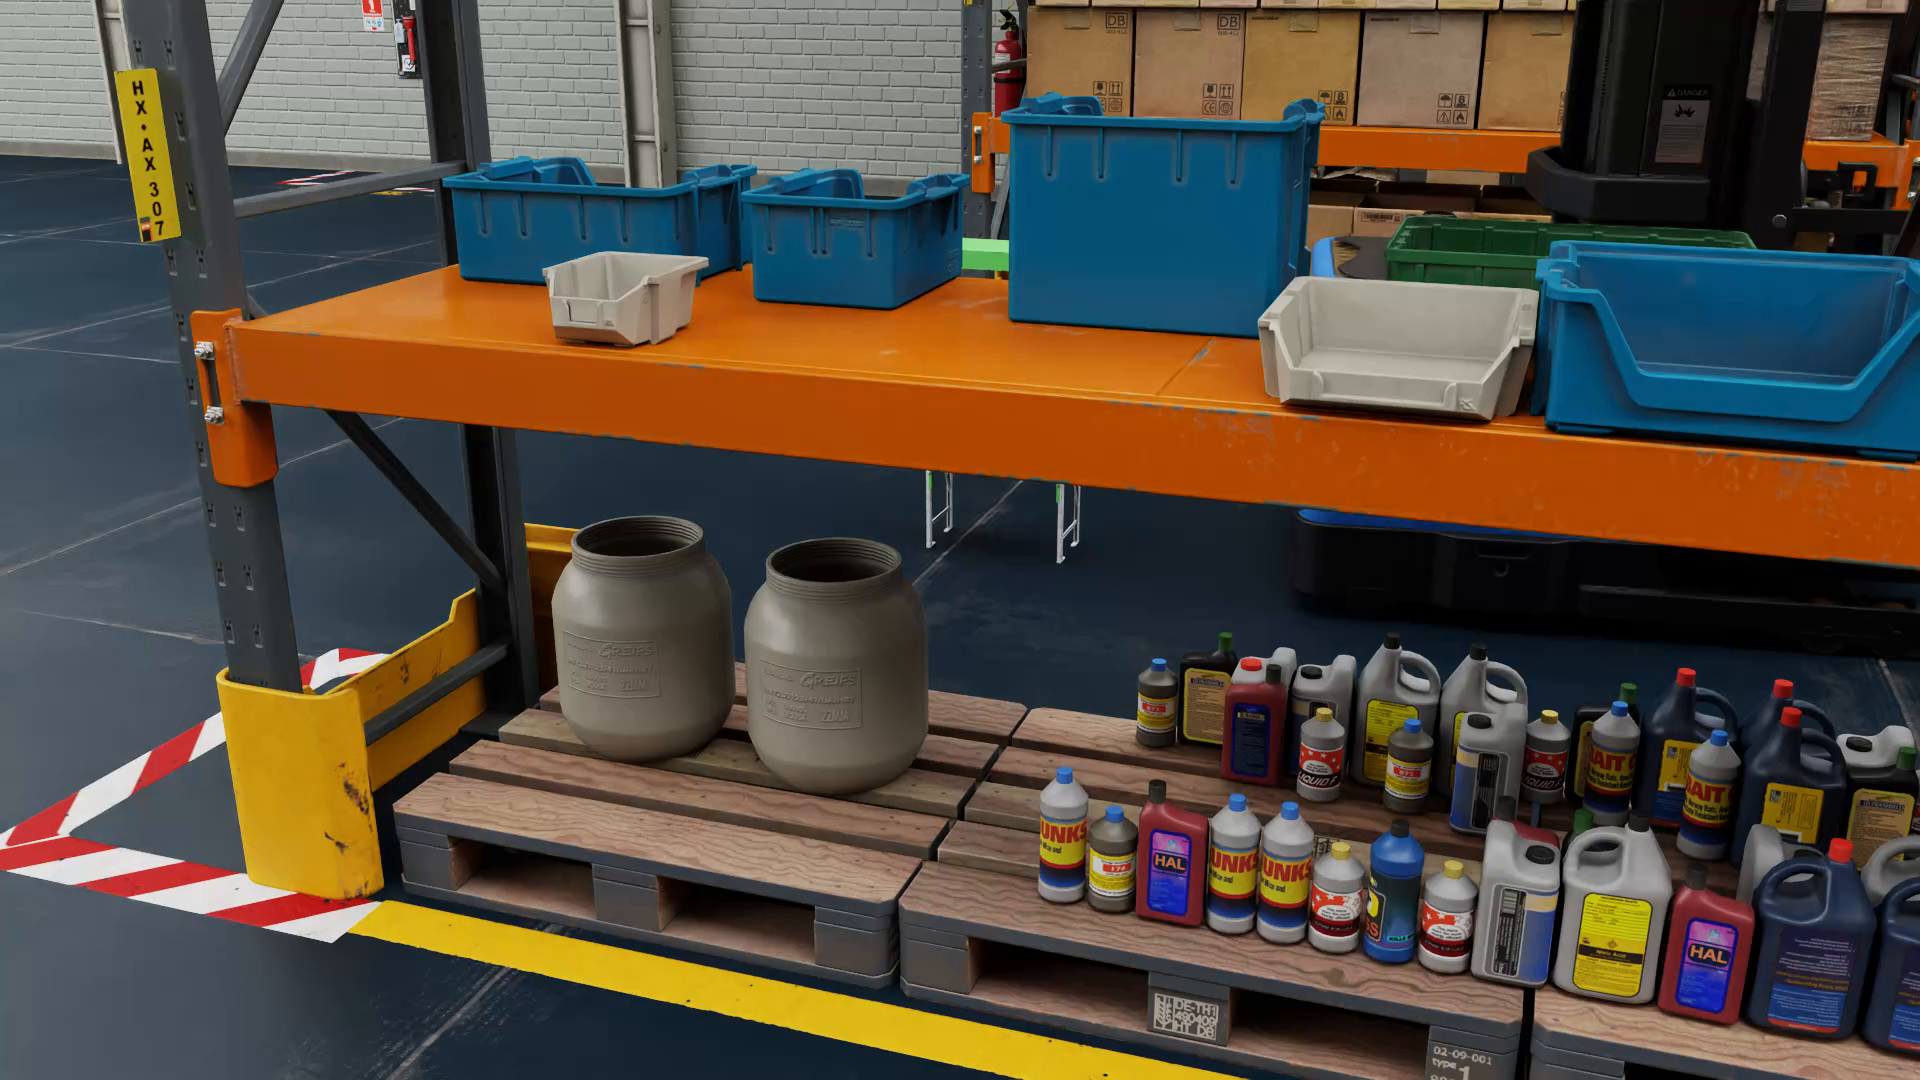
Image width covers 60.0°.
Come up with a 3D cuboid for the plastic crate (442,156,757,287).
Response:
[{"bbox_3d":[-0.833,-0.760,3.926,0.616,0.251,0.499,7,20,18],"label":"plastic crate"}]

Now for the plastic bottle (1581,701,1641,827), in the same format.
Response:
[{"bbox_3d":[1.419,0.480,3.618,0.097,0.271,0.097,0,19,0],"label":"plastic bottle"}]

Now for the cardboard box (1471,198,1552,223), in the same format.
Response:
[{"bbox_3d":[2.552,-1.246,7.493,0.500,0.500,0.500,7,20,18],"label":"cardboard box"}]

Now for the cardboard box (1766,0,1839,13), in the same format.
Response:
[{"bbox_3d":[3.444,-2.243,6.815,0.250,0.149,0.380,6,20,17],"label":"cardboard box"}]

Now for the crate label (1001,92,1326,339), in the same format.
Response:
[{"bbox_3d":[0.424,-0.693,3.455,0.616,0.435,0.502,7,20,18],"label":"crate label"}]

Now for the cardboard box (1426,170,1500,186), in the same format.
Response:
[{"bbox_3d":[3.687,-2.640,12.222,0.500,0.500,0.700,5,20,15],"label":"cardboard box"}]

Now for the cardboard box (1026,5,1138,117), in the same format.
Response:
[{"bbox_3d":[0.662,-2.324,8.034,0.500,0.500,0.700,7,20,18],"label":"cardboard box"}]

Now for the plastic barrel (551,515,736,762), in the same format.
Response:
[{"bbox_3d":[-0.757,0.232,3.994,0.421,0.512,0.421,0,19,0],"label":"plastic barrel"}]

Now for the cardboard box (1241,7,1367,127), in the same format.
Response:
[{"bbox_3d":[1.627,-2.213,7.717,0.500,0.500,0.700,7,20,18],"label":"cardboard box"}]

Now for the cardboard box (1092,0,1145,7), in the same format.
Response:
[{"bbox_3d":[0.776,-2.548,7.690,0.250,0.149,0.380,6,20,17],"label":"cardboard box"}]

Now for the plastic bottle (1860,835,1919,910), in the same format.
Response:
[{"bbox_3d":[1.719,0.659,2.985,0.185,0.351,0.144,7,20,18],"label":"plastic bottle"}]

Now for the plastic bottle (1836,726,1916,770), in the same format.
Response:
[{"bbox_3d":[1.903,0.522,3.491,0.135,0.276,0.152,7,21,20],"label":"plastic bottle"}]

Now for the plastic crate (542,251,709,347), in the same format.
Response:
[{"bbox_3d":[-0.664,-0.470,3.269,0.250,0.136,0.298,7,20,18],"label":"plastic crate"}]

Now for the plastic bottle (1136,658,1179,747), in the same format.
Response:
[{"bbox_3d":[0.475,0.384,4.000,0.097,0.201,0.097,0,19,0],"label":"plastic bottle"}]

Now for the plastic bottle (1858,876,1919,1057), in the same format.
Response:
[{"bbox_3d":[1.672,0.704,2.856,0.185,0.351,0.144,6,20,17],"label":"plastic bottle"}]

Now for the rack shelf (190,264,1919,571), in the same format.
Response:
[{"bbox_3d":[0.486,-0.236,3.288,4.000,0.370,1.077,7,20,18],"label":"rack shelf"}]

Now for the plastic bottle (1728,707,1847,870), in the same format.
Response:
[{"bbox_3d":[1.701,0.512,3.405,0.185,0.351,0.144,7,20,18],"label":"plastic bottle"}]

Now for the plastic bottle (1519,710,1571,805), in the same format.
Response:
[{"bbox_3d":[1.311,0.480,3.725,0.097,0.201,0.097,0,19,0],"label":"plastic bottle"}]

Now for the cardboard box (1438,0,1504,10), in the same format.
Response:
[{"bbox_3d":[2.226,-2.381,7.211,0.250,0.149,0.380,7,20,20],"label":"cardboard box"}]

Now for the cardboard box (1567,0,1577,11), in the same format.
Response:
[{"bbox_3d":[2.716,-2.326,7.054,0.250,0.149,0.380,6,20,18],"label":"cardboard box"}]

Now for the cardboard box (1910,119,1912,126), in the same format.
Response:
[{"bbox_3d":[6.744,-2.700,11.256,0.500,0.250,0.500,6,20,17],"label":"cardboard box"}]

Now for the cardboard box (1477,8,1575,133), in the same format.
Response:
[{"bbox_3d":[2.610,-2.103,7.399,0.500,0.500,0.700,7,20,19],"label":"cardboard box"}]

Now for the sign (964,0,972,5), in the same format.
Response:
[{"bbox_3d":[0.038,-2.605,7.558,0.005,0.325,0.100,7,20,18],"label":"sign"}]

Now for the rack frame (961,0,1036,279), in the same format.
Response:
[{"bbox_3d":[0.225,-2.331,8.207,0.127,3.000,1.000,7,20,18],"label":"rack frame"}]

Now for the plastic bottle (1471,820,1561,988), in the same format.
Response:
[{"bbox_3d":[1.033,0.665,3.082,0.135,0.276,0.152,7,20,19],"label":"plastic bottle"}]

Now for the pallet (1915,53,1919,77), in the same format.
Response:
[{"bbox_3d":[6.300,-3.221,11.052,1.213,0.211,1.003,7,20,18],"label":"pallet"}]

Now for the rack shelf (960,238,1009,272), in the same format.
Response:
[{"bbox_3d":[0.156,-0.942,5.690,0.480,0.148,0.258,7,20,18],"label":"rack shelf"}]

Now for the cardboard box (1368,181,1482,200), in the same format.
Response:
[{"bbox_3d":[2.251,-1.462,8.113,0.500,0.500,0.500,7,20,18],"label":"cardboard box"}]

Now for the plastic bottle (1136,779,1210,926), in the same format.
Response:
[{"bbox_3d":[0.415,0.606,3.238,0.133,0.283,0.061,7,20,19],"label":"plastic bottle"}]

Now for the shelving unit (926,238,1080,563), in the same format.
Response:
[{"bbox_3d":[0.156,-0.549,5.827,0.503,1.200,0.258,7,20,18],"label":"shelving unit"}]

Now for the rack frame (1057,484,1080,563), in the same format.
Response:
[{"bbox_3d":[0.387,-0.522,5.752,0.015,1.200,0.240,7,20,18],"label":"rack frame"}]

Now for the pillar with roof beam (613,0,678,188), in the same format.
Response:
[{"bbox_3d":[-4.288,-6.207,10.213,0.400,9.000,9.100,7,20,18],"label":"pillar with roof beam"}]

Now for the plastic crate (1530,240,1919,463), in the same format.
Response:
[{"bbox_3d":[1.240,-0.324,2.675,0.616,0.251,0.499,7,20,18],"label":"plastic crate"}]

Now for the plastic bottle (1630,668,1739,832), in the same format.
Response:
[{"bbox_3d":[1.570,0.447,3.592,0.185,0.351,0.144,6,20,16],"label":"plastic bottle"}]

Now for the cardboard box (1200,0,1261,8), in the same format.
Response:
[{"bbox_3d":[1.249,-2.492,7.532,0.250,0.149,0.380,6,20,17],"label":"cardboard box"}]

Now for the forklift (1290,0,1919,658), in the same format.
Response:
[{"bbox_3d":[2.649,-1.217,5.113,3.031,2.935,1.130,4,20,10],"label":"forklift"}]

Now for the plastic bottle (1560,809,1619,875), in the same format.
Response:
[{"bbox_3d":[1.195,0.645,3.126,0.133,0.283,0.061,7,20,18],"label":"plastic bottle"}]

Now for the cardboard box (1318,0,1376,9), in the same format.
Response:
[{"bbox_3d":[1.743,-2.437,7.372,0.250,0.149,0.380,6,20,17],"label":"cardboard box"}]

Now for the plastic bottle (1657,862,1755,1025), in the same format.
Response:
[{"bbox_3d":[1.323,0.710,2.940,0.133,0.283,0.061,8,21,22],"label":"plastic bottle"}]

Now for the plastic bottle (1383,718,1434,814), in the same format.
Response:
[{"bbox_3d":[0.995,0.494,3.685,0.097,0.201,0.097,0,19,0],"label":"plastic bottle"}]

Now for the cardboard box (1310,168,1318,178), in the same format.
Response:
[{"bbox_3d":[2.472,-2.707,12.702,0.500,0.311,0.500,4,20,12],"label":"cardboard box"}]

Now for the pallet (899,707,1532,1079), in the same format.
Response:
[{"bbox_3d":[0.598,0.741,3.631,1.213,0.211,1.003,7,20,18],"label":"pallet"}]

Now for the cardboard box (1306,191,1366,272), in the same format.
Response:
[{"bbox_3d":[1.609,-1.355,7.805,0.500,0.500,0.500,7,20,18],"label":"cardboard box"}]

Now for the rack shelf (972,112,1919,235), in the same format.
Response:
[{"bbox_3d":[2.115,-1.775,7.705,4.000,0.370,1.077,7,20,18],"label":"rack shelf"}]

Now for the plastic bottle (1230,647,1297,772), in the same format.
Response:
[{"bbox_3d":[0.704,0.385,3.885,0.135,0.276,0.152,7,20,18],"label":"plastic bottle"}]

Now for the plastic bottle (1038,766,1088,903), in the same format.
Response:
[{"bbox_3d":[0.207,0.582,3.326,0.097,0.271,0.097,0,19,0],"label":"plastic bottle"}]

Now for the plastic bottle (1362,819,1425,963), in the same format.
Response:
[{"bbox_3d":[0.817,0.652,3.126,0.097,0.271,0.097,0,19,0],"label":"plastic bottle"}]

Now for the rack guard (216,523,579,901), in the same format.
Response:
[{"bbox_3d":[-1.316,0.383,4.219,0.348,0.500,1.175,7,20,18],"label":"rack guard"}]

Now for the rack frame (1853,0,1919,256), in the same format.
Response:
[{"bbox_3d":[4.004,-1.899,6.967,0.127,3.000,1.000,7,20,18],"label":"rack frame"}]

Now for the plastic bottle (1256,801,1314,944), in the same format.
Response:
[{"bbox_3d":[0.625,0.630,3.189,0.097,0.271,0.097,0,19,0],"label":"plastic bottle"}]

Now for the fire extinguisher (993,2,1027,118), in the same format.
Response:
[{"bbox_3d":[0.266,-2.452,8.670,0.183,0.674,0.296,7,20,18],"label":"fire extinguisher"}]

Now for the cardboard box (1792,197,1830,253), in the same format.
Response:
[{"bbox_3d":[3.669,-1.301,7.650,0.500,0.500,0.500,7,20,18],"label":"cardboard box"}]

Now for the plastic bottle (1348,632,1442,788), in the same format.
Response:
[{"bbox_3d":[0.993,0.381,3.782,0.185,0.351,0.144,7,21,20],"label":"plastic bottle"}]

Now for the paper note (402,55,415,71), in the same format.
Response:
[{"bbox_3d":[-5.341,-4.617,16.102,0.142,0.148,0.016,7,20,18],"label":"paper note"}]
